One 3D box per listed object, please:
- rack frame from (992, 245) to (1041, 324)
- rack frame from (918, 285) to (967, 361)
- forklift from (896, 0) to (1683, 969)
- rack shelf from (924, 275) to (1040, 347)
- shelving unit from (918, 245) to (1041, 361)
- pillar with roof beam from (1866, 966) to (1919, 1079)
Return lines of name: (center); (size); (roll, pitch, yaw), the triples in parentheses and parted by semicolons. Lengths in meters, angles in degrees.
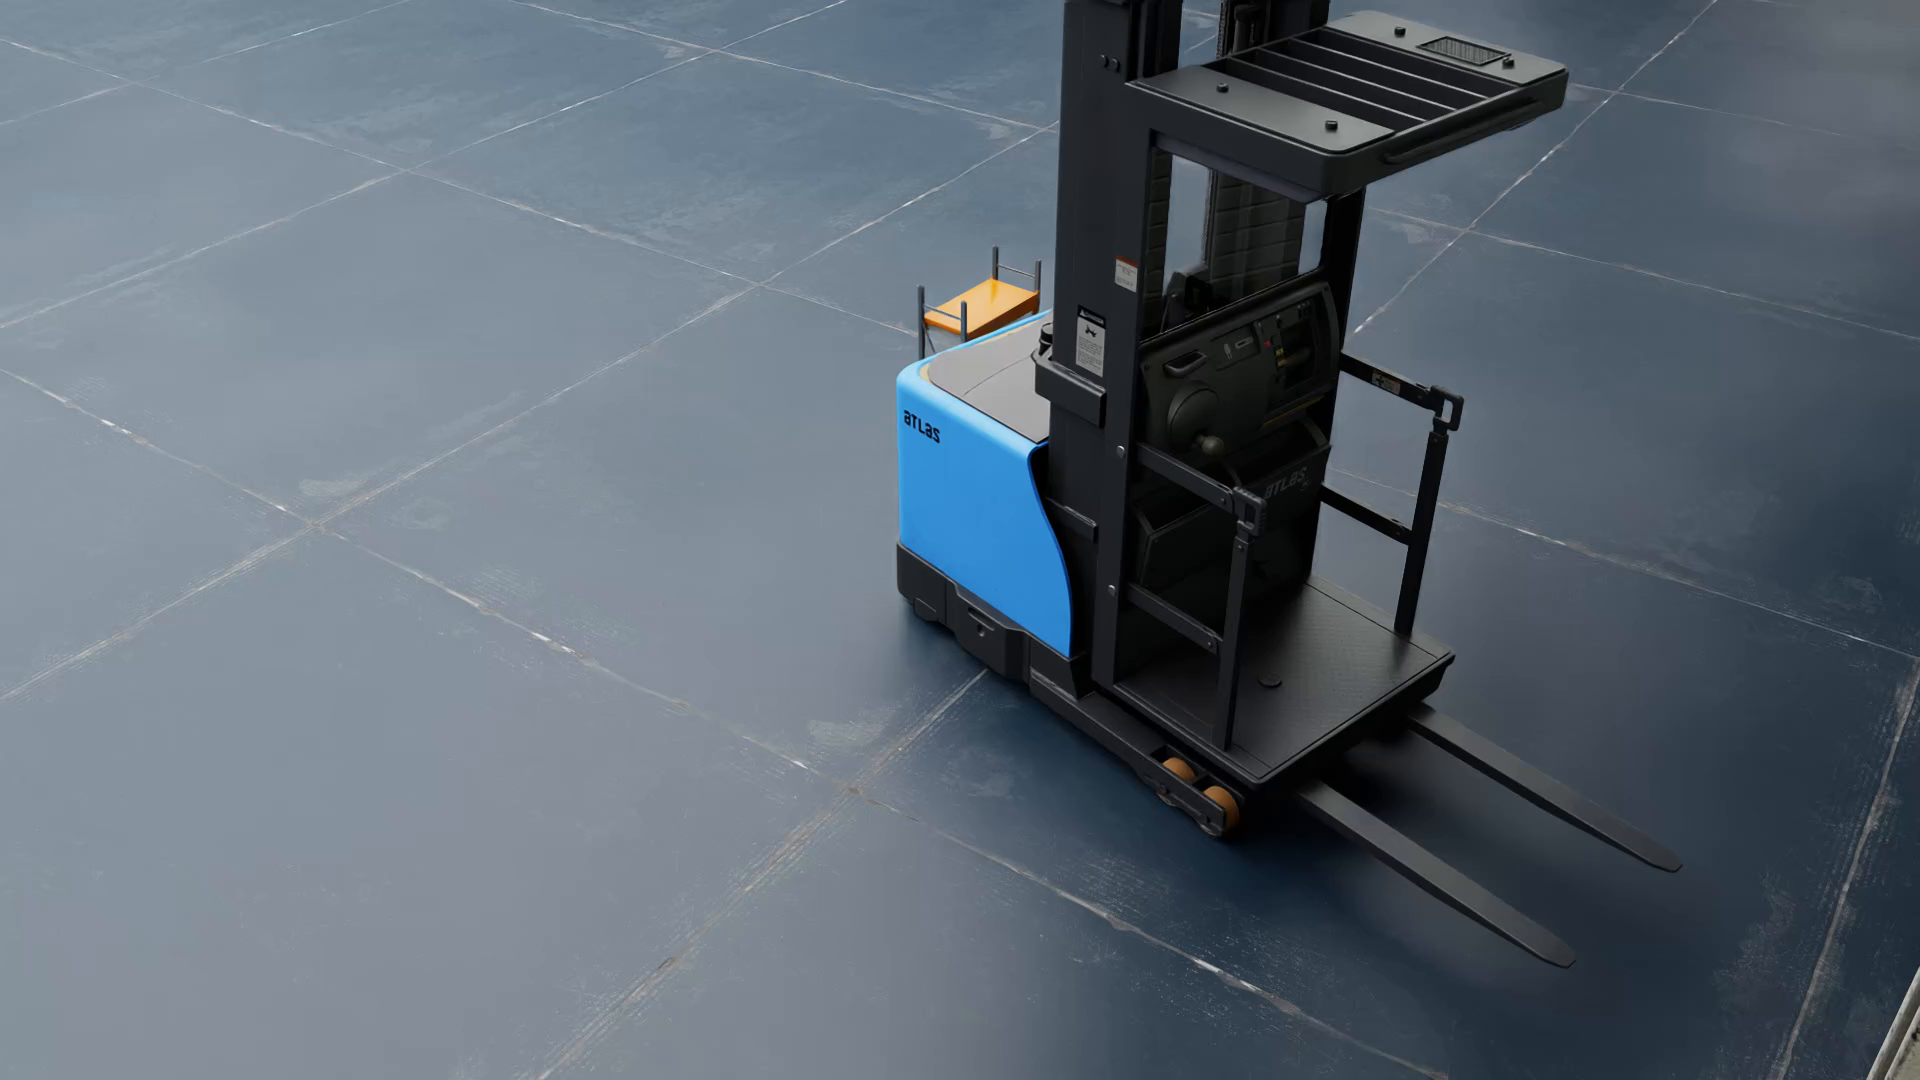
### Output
rack frame: (0.234, -0.687, 7.195); (0.240, 1.200, 0.015); (24, 41, 31)
rack frame: (-0.071, -0.473, 6.879); (0.240, 1.200, 0.015); (24, 41, 31)
forklift: (1.080, -0.517, 5.399); (1.130, 2.935, 3.031); (-26, 42, -33)
rack shelf: (0.082, -0.906, 6.817); (0.258, 0.148, 0.480); (24, 41, 31)
shelving unit: (0.082, -0.580, 7.037); (0.258, 1.200, 0.503); (24, 41, 31)
pillar with roof beam: (-1.189, -3.149, 3.874); (9.100, 9.000, 0.400); (21, 39, 28)
